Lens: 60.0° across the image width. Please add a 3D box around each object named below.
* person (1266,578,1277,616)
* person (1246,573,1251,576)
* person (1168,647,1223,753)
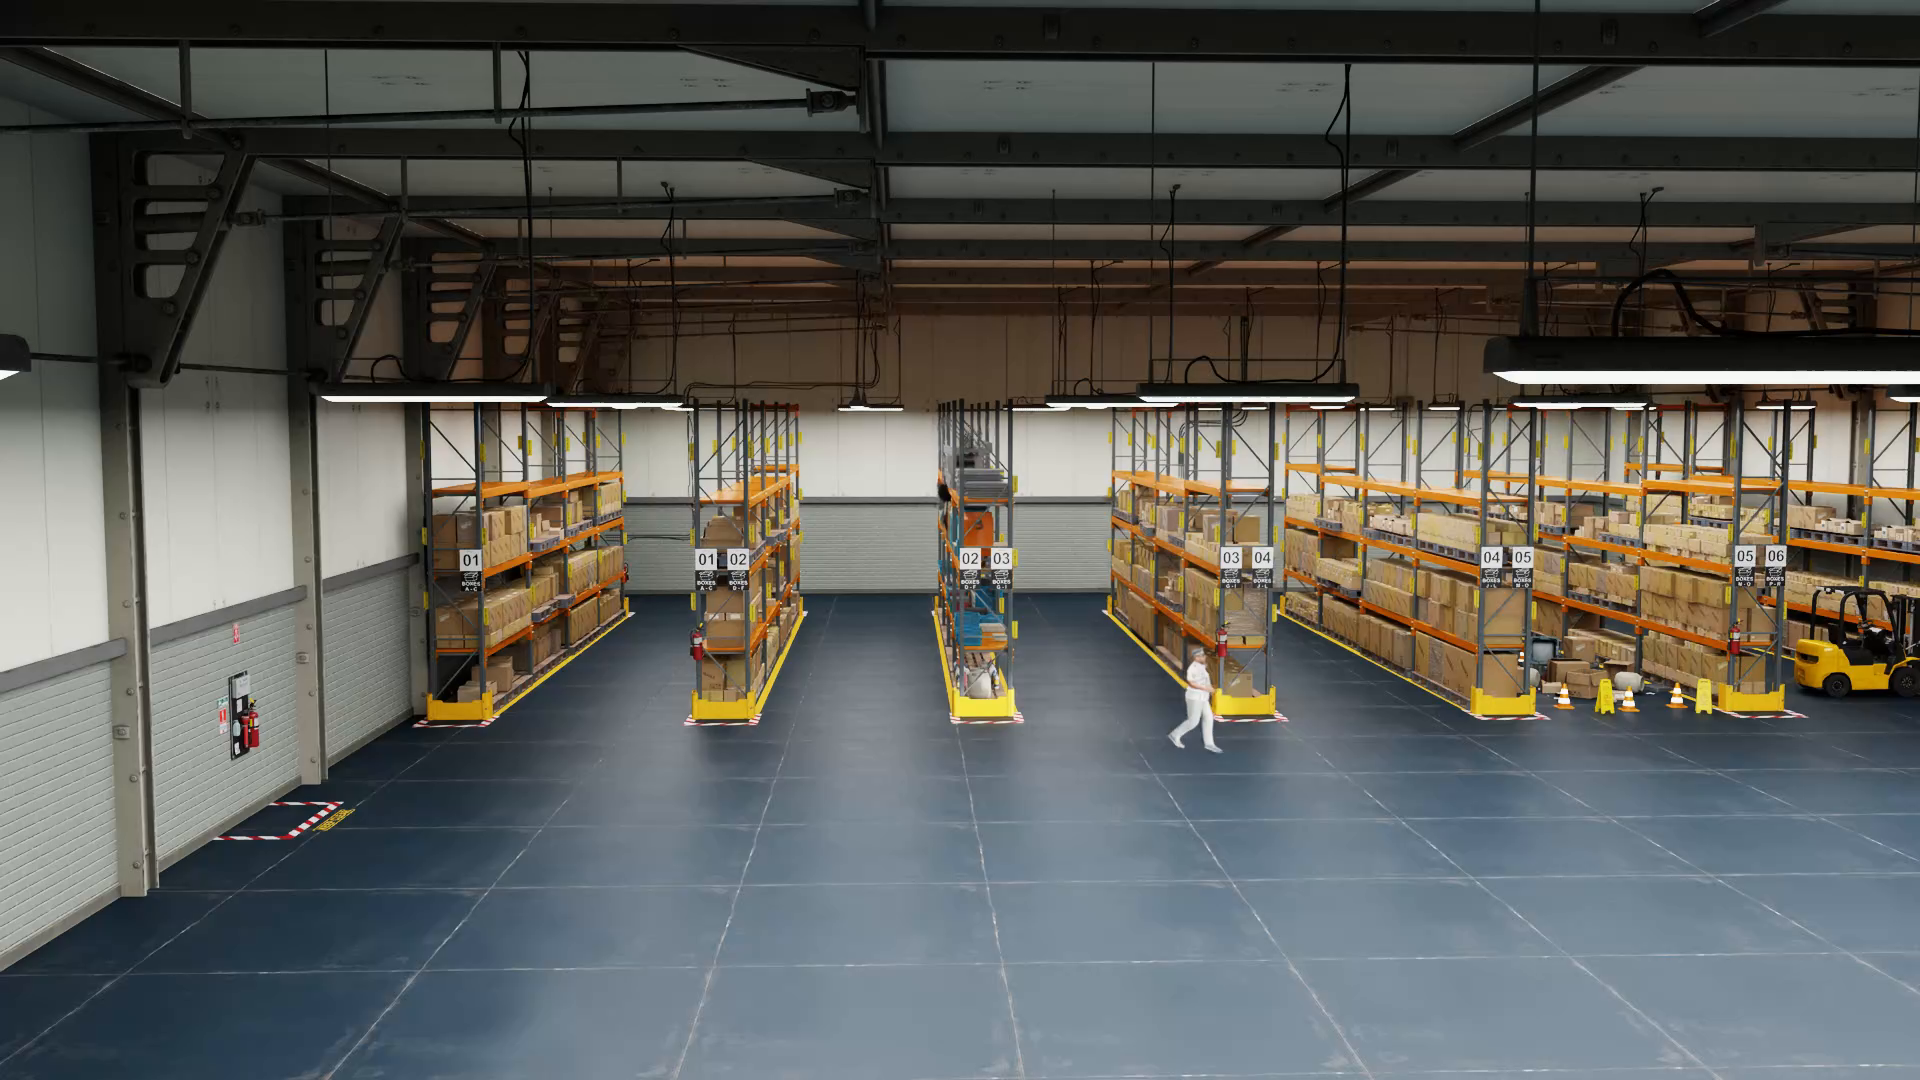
[{"bbox_3d":[8.179,1.513,44.635,0.599,1.716,0.797,0,4,1],"label":"person"},{"bbox_3d":[8.066,1.295,48.124,0.783,1.549,0.551,3,5,30],"label":"person"},{"bbox_3d":[3.996,2.699,28.176,0.915,1.797,0.657,2,5,26],"label":"person"}]
